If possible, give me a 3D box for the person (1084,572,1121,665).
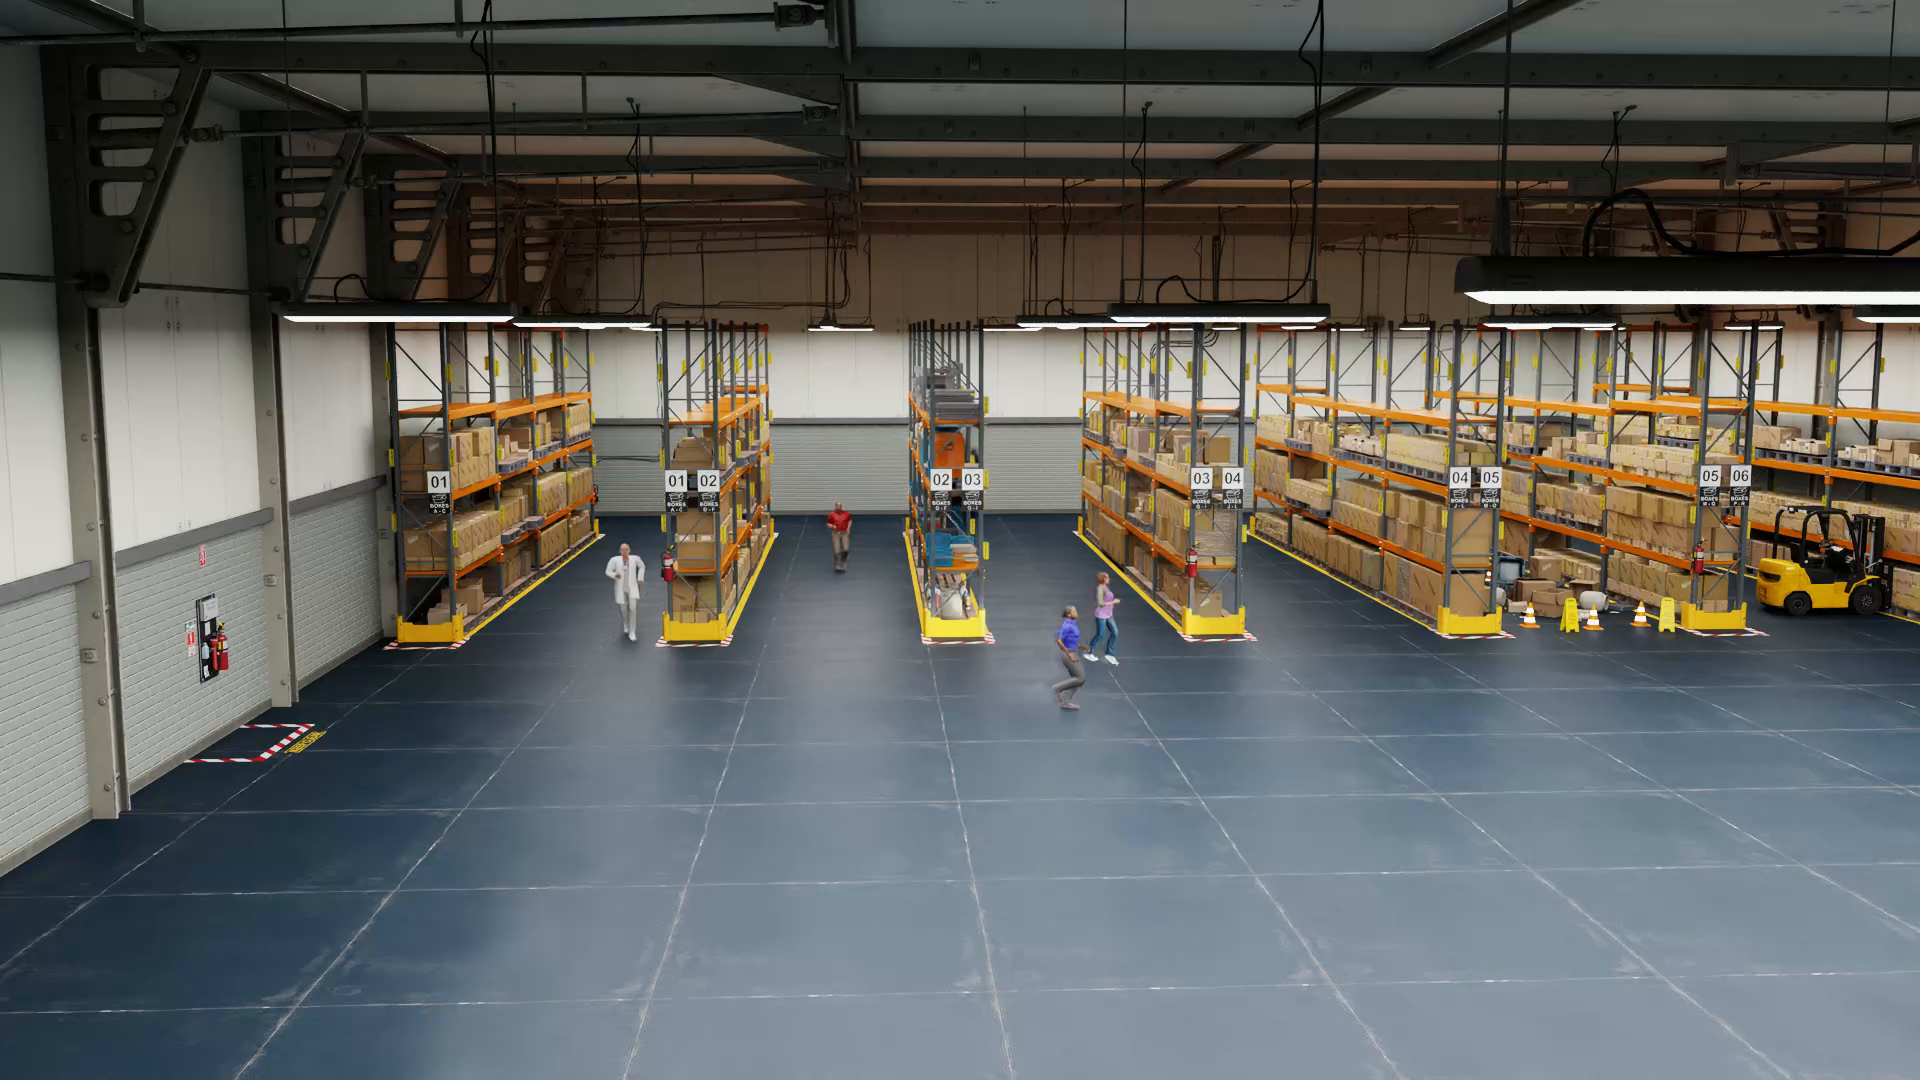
[{"bbox_3d":[2.491,1.363,28.885,0.678,1.635,0.516,3,8,26],"label":"person"}]

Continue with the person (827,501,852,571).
[{"bbox_3d":[-2.893,-0.088,40.268,0.640,1.705,0.645,-2,7,-13],"label":"person"}]

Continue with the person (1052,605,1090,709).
[{"bbox_3d":[1.706,1.792,25.473,0.558,1.612,0.574,1,7,10],"label":"person"}]

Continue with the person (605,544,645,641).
[{"bbox_3d":[-6.340,0.960,31.533,0.730,1.813,0.988,-1,7,-9],"label":"person"}]

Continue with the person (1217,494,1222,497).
[{"bbox_3d":[7.229,-0.867,46.489,0.753,1.712,0.533,0,7,3],"label":"person"}]
